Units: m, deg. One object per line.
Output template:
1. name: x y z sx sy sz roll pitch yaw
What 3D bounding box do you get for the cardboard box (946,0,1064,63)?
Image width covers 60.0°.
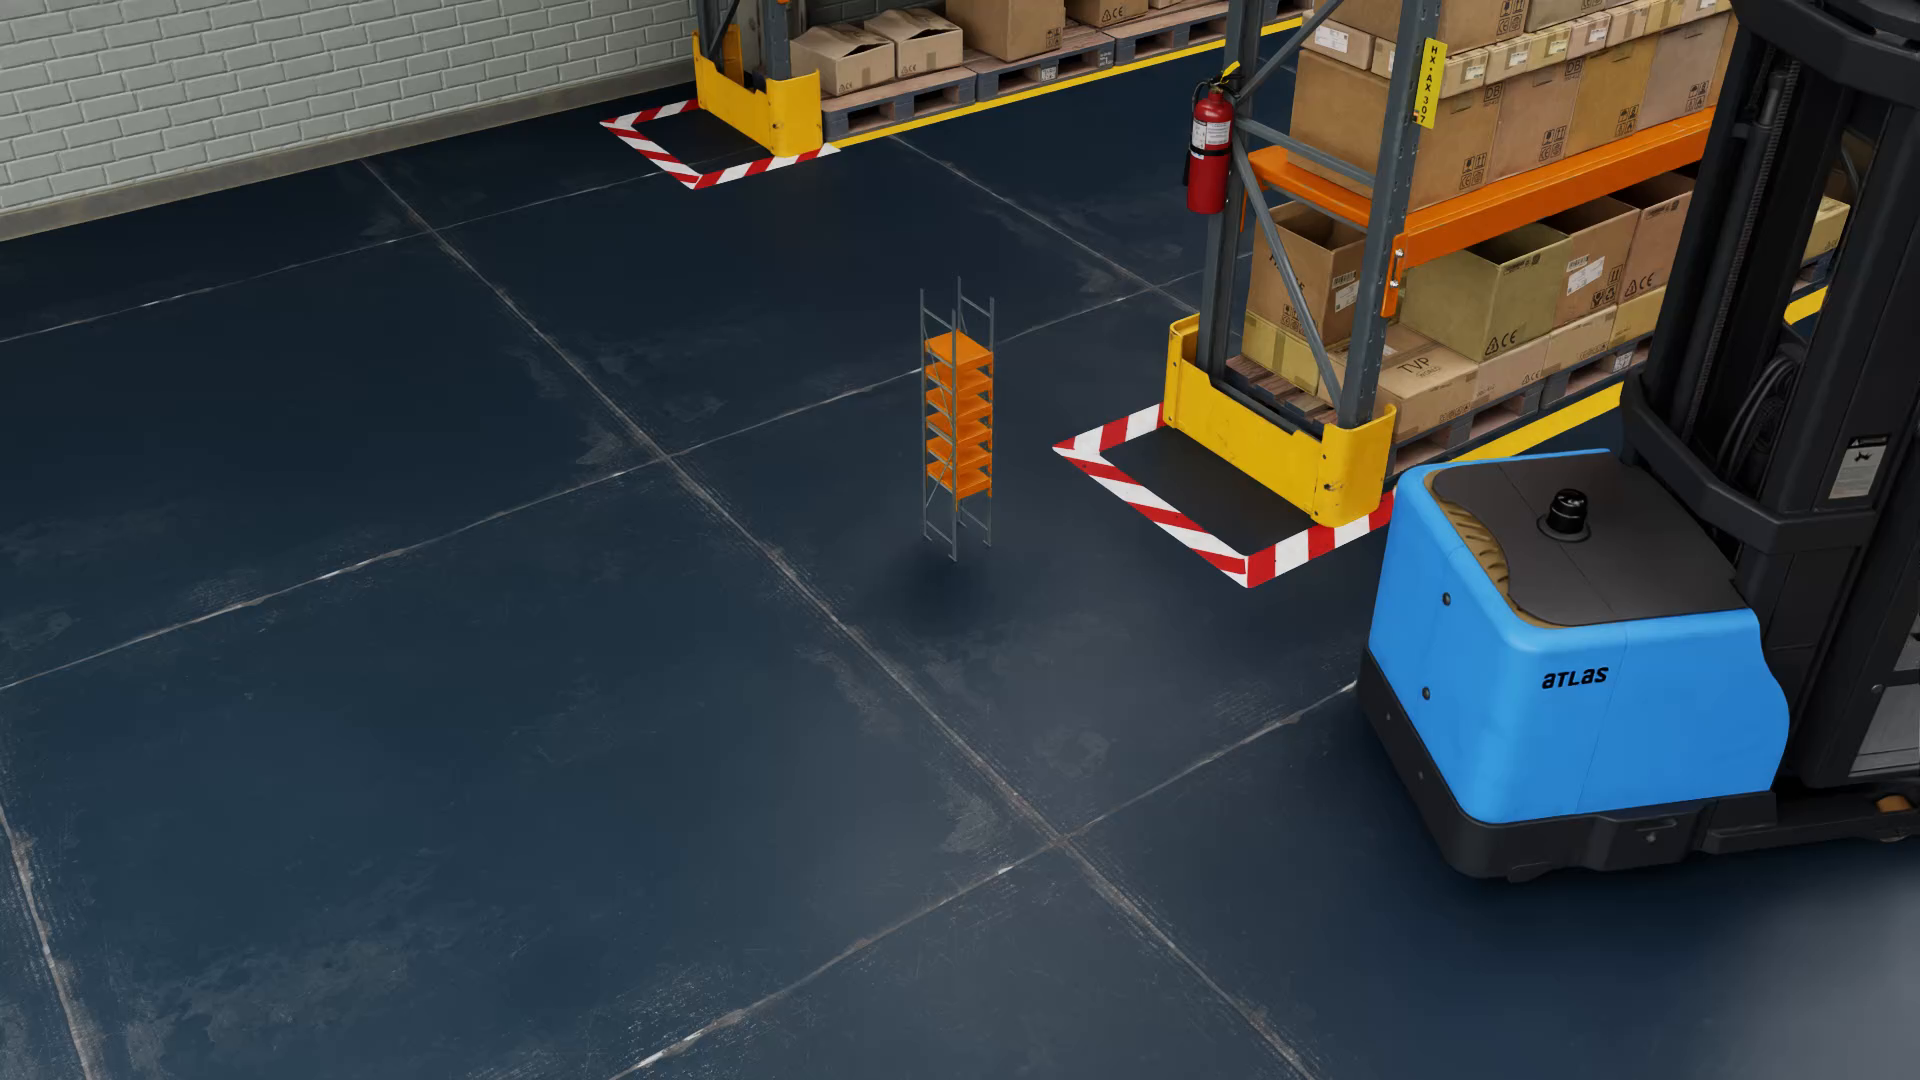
1. cardboard box: 0.308 -3.733 11.635 0.500 0.500 0.700 -25 43 -31

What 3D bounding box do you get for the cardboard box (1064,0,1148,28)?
1. cardboard box: 1.041 -4.105 12.153 0.500 0.500 0.500 -26 43 -31

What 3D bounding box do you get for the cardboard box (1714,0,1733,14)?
1. cardboard box: 3.370 -2.540 7.571 0.250 0.149 0.380 -21 41 -26

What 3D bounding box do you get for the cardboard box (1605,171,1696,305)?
1. cardboard box: 3.247 -1.537 8.172 0.500 0.500 0.500 -22 41 -28

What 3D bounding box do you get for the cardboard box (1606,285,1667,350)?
1. cardboard box: 3.247 -1.234 8.391 0.500 0.250 0.500 -22 41 -28

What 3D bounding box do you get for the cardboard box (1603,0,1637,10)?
1. cardboard box: 2.724 -2.687 7.220 0.500 0.500 0.700 -22 41 -28

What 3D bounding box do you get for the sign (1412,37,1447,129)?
1. sign: 1.768 -1.718 6.261 0.005 0.325 0.100 -22 41 -28

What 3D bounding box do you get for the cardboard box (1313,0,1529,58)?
1. cardboard box: 1.885 -2.337 6.734 0.500 0.500 0.700 -22 41 -28

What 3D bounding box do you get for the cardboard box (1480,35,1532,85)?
1. cardboard box: 2.112 -2.025 6.855 0.250 0.149 0.380 -24 42 -29

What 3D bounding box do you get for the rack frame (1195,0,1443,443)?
1. rack frame: 1.453 -1.601 6.908 0.127 3.000 1.000 -22 41 -28

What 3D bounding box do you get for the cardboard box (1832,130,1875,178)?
1. cardboard box: 5.204 -2.249 9.323 0.500 0.311 0.500 -22 41 -28

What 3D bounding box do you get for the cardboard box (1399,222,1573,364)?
1. cardboard box: 2.427 -1.203 7.707 0.500 0.500 0.500 -22 41 -28

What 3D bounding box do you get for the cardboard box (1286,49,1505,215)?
1. cardboard box: 1.842 -1.793 7.088 0.500 0.500 0.700 -22 41 -28

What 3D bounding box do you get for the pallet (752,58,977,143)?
1. pallet: -0.657 -3.114 11.399 1.213 0.211 1.003 -22 41 -28

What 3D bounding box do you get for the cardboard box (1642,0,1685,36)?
1. cardboard box: 2.950 -2.369 7.333 0.250 0.149 0.380 -23 42 -28

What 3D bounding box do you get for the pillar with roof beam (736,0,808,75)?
1. pillar with roof beam: 1.150 -4.994 6.486 0.400 9.000 9.100 -22 41 -28

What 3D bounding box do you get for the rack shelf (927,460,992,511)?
1. rack shelf: -0.012 -0.251 7.059 0.180 0.103 0.258 -22 41 -28

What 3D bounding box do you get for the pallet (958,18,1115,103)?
1. pallet: 0.339 -3.522 11.966 1.213 0.211 1.003 -22 41 -28

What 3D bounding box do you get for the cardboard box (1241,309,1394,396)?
1. cardboard box: 1.721 -0.977 8.035 0.500 0.250 0.500 -22 41 -28

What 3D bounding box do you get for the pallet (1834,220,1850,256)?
1. pallet: 5.303 -2.081 9.963 1.213 0.211 1.003 -22 41 -28

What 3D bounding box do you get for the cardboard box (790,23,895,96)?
1. cardboard box: -0.786 -3.241 11.114 0.500 0.311 0.500 -28 44 -33

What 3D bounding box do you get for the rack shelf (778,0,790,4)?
1. rack shelf: 0.231 -4.345 11.338 4.000 0.370 1.077 -22 41 -28

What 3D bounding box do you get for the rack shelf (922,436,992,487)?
1. rack shelf: -0.012 -0.349 6.989 0.180 0.103 0.258 -22 41 -28

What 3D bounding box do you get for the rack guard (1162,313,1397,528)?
1. rack guard: 1.434 -0.578 7.626 0.348 0.500 1.175 -22 41 -28

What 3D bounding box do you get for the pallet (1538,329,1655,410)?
1. pallet: 3.050 -1.155 8.674 1.213 0.211 1.003 -22 41 -28

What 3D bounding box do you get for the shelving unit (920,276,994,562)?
1. shelving unit: -0.012 -0.482 6.893 0.189 1.200 0.258 -22 41 -28

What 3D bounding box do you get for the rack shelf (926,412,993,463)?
1. rack shelf: -0.012 -0.446 6.919 0.180 0.103 0.258 -22 41 -28

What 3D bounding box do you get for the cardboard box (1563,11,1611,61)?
1. cardboard box: 2.524 -2.192 7.087 0.250 0.149 0.380 -23 42 -29

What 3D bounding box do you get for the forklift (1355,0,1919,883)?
1. forklift: 3.067 -0.439 5.350 3.031 2.935 1.130 -6 36 -8

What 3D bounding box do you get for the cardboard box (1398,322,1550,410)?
1. cardboard box: 2.426 -0.900 7.927 0.500 0.250 0.500 -22 41 -28

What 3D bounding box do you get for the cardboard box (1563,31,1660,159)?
1. cardboard box: 2.678 -2.136 7.565 0.500 0.500 0.700 -22 41 -28

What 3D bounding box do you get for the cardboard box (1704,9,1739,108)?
1. cardboard box: 3.524 -2.488 8.054 0.500 0.500 0.700 -22 41 -27

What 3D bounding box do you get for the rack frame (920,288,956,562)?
1. rack frame: -0.087 -0.451 6.850 0.006 1.200 0.240 -22 41 -28

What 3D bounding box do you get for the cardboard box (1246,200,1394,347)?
1. cardboard box: 1.720 -1.282 7.817 0.500 0.500 0.500 -22 41 -28
